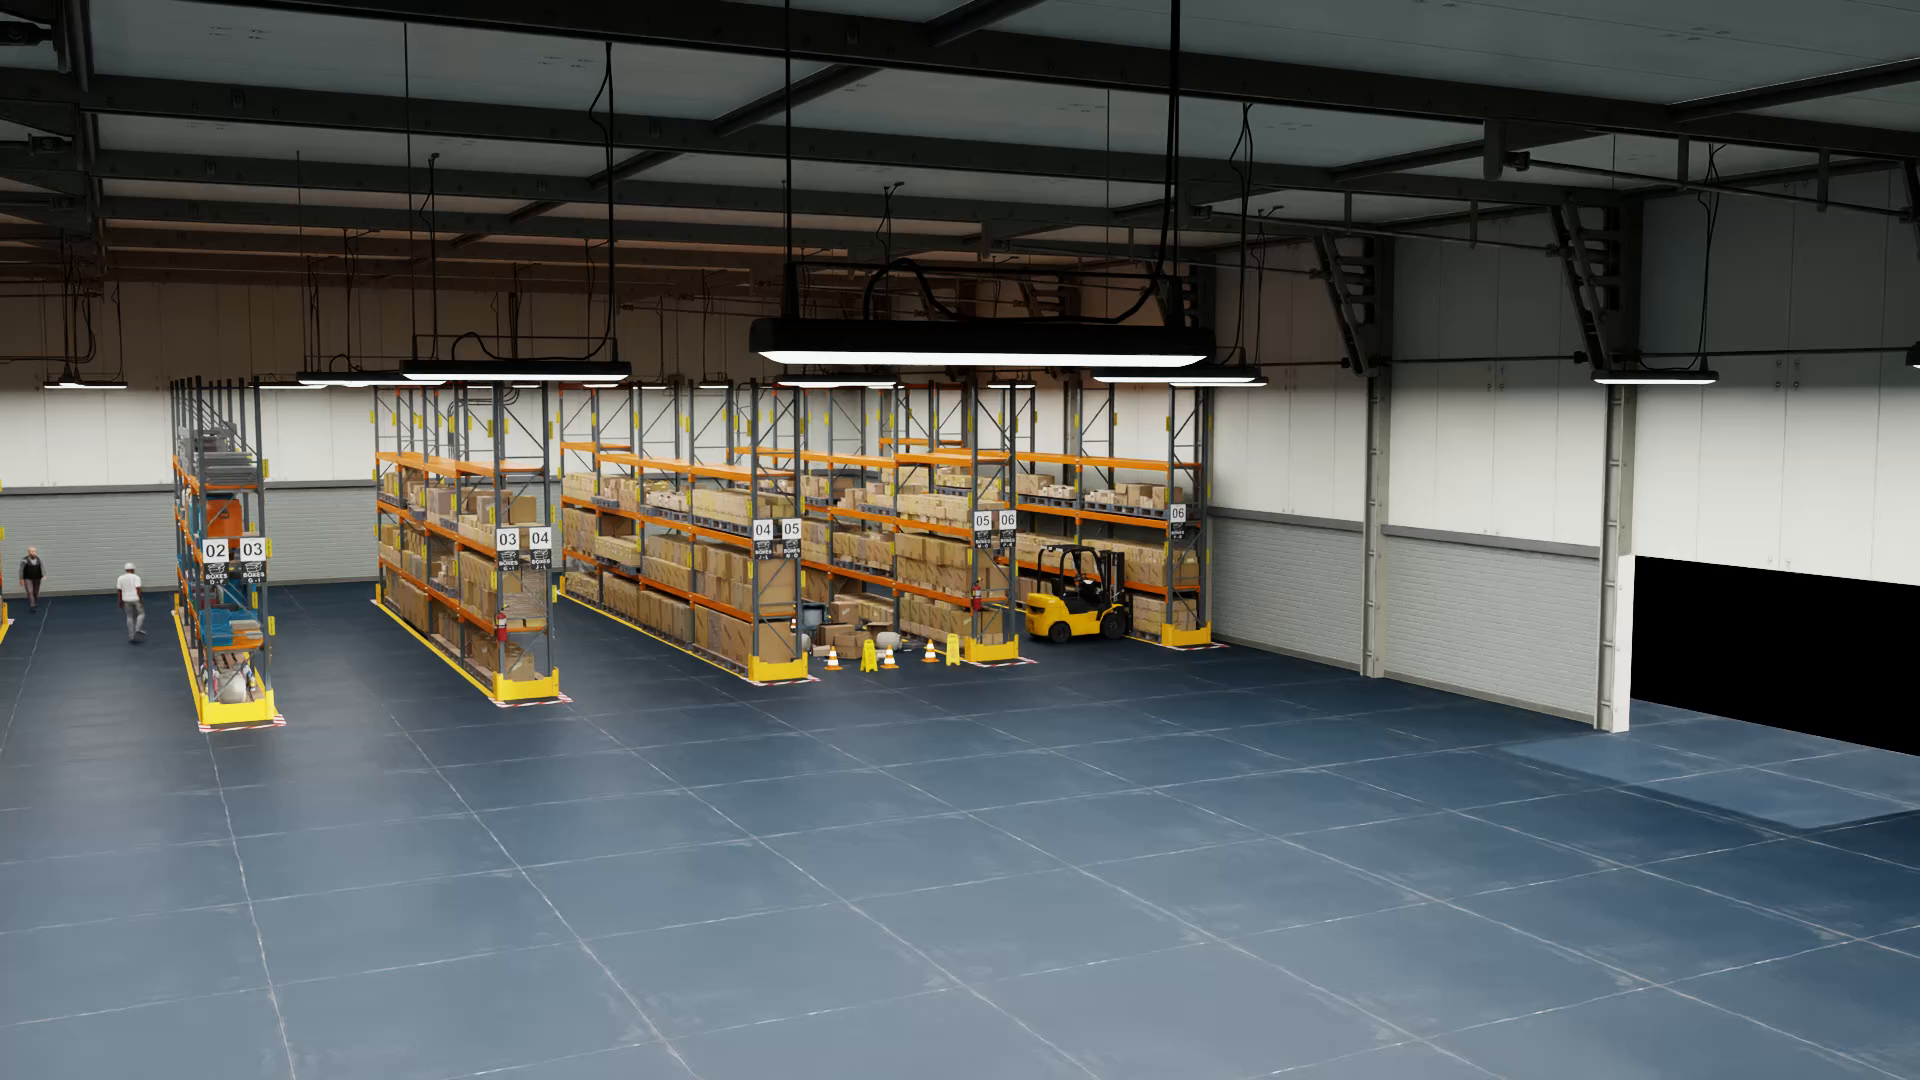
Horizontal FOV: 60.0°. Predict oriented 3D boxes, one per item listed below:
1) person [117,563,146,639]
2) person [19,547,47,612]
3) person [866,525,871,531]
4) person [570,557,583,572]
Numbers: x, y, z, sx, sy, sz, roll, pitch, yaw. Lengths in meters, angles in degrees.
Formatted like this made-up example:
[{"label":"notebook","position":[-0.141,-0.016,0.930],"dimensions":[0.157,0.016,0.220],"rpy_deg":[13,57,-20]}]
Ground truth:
[{"label":"person","position":[-19.223,1.411,38.575],"dimensions":[0.598,1.753,0.531],"rpy_deg":[-2,5,-18]},{"label":"person","position":[-24.174,1.015,43.341],"dimensions":[0.597,1.656,1.103],"rpy_deg":[-5,7,-42]},{"label":"person","position":[-2.943,0.263,52.826],"dimensions":[1.032,1.508,0.392],"rpy_deg":[-4,7,-40]},{"label":"person","position":[-11.667,0.396,50.864],"dimensions":[0.441,1.593,0.450],"rpy_deg":[3,6,32]}]
